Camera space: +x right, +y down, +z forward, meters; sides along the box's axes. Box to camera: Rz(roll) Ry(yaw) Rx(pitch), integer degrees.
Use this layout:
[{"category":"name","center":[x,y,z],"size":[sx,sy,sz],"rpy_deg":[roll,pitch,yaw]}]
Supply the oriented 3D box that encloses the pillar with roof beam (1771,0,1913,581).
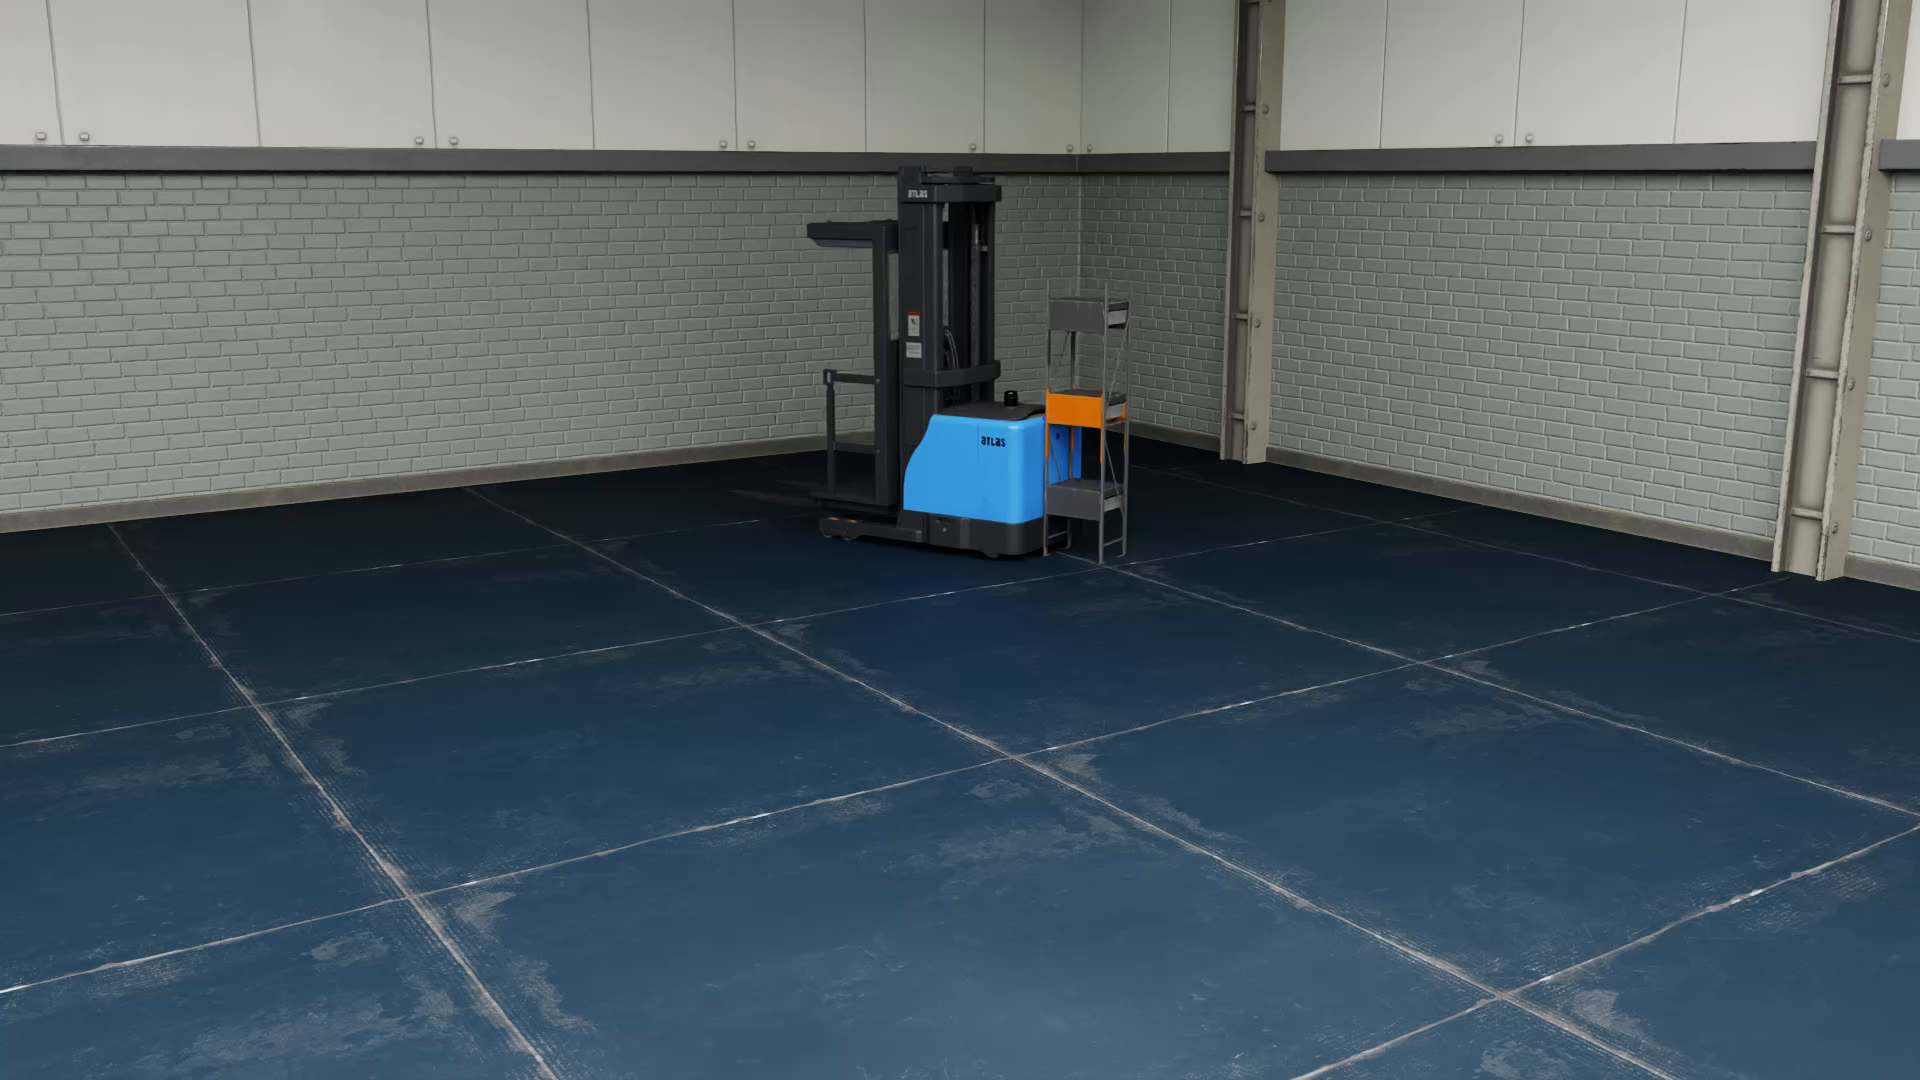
[{"category":"pillar with roof beam","center":[2.662,-3.643,8.958],"size":[9.100,9.000,0.400],"rpy_deg":[-8,15,-33]}]

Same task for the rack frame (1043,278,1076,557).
[{"category":"rack frame","center":[0.759,-0.931,12.698],"size":[0.015,2.100,0.400],"rpy_deg":[8,15,33]}]

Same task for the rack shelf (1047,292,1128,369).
[{"category":"rack shelf","center":[0.963,-1.572,12.418],"size":[0.480,0.518,0.431],"rpy_deg":[8,15,33]}]

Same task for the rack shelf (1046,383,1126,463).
[{"category":"rack shelf","center":[0.962,-0.888,12.569],"size":[0.480,0.518,0.431],"rpy_deg":[8,15,33]}]

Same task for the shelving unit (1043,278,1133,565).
[{"category":"shelving unit","center":[0.962,-0.901,12.566],"size":[0.503,2.100,0.431],"rpy_deg":[8,15,33]}]

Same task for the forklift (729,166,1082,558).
[{"category":"forklift","center":[-0.535,-1.511,13.412],"size":[3.031,2.935,1.130],"rpy_deg":[8,15,33]}]

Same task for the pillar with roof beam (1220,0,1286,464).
[{"category":"pillar with roof beam","center":[-0.663,-4.710,13.838],"size":[9.100,9.000,0.400],"rpy_deg":[-8,15,-33]}]

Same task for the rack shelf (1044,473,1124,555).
[{"category":"rack shelf","center":[0.961,-0.204,12.719],"size":[0.480,0.518,0.431],"rpy_deg":[8,15,33]}]

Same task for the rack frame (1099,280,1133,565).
[{"category":"rack frame","center":[1.165,-0.872,12.434],"size":[0.015,2.100,0.400],"rpy_deg":[8,15,33]}]
